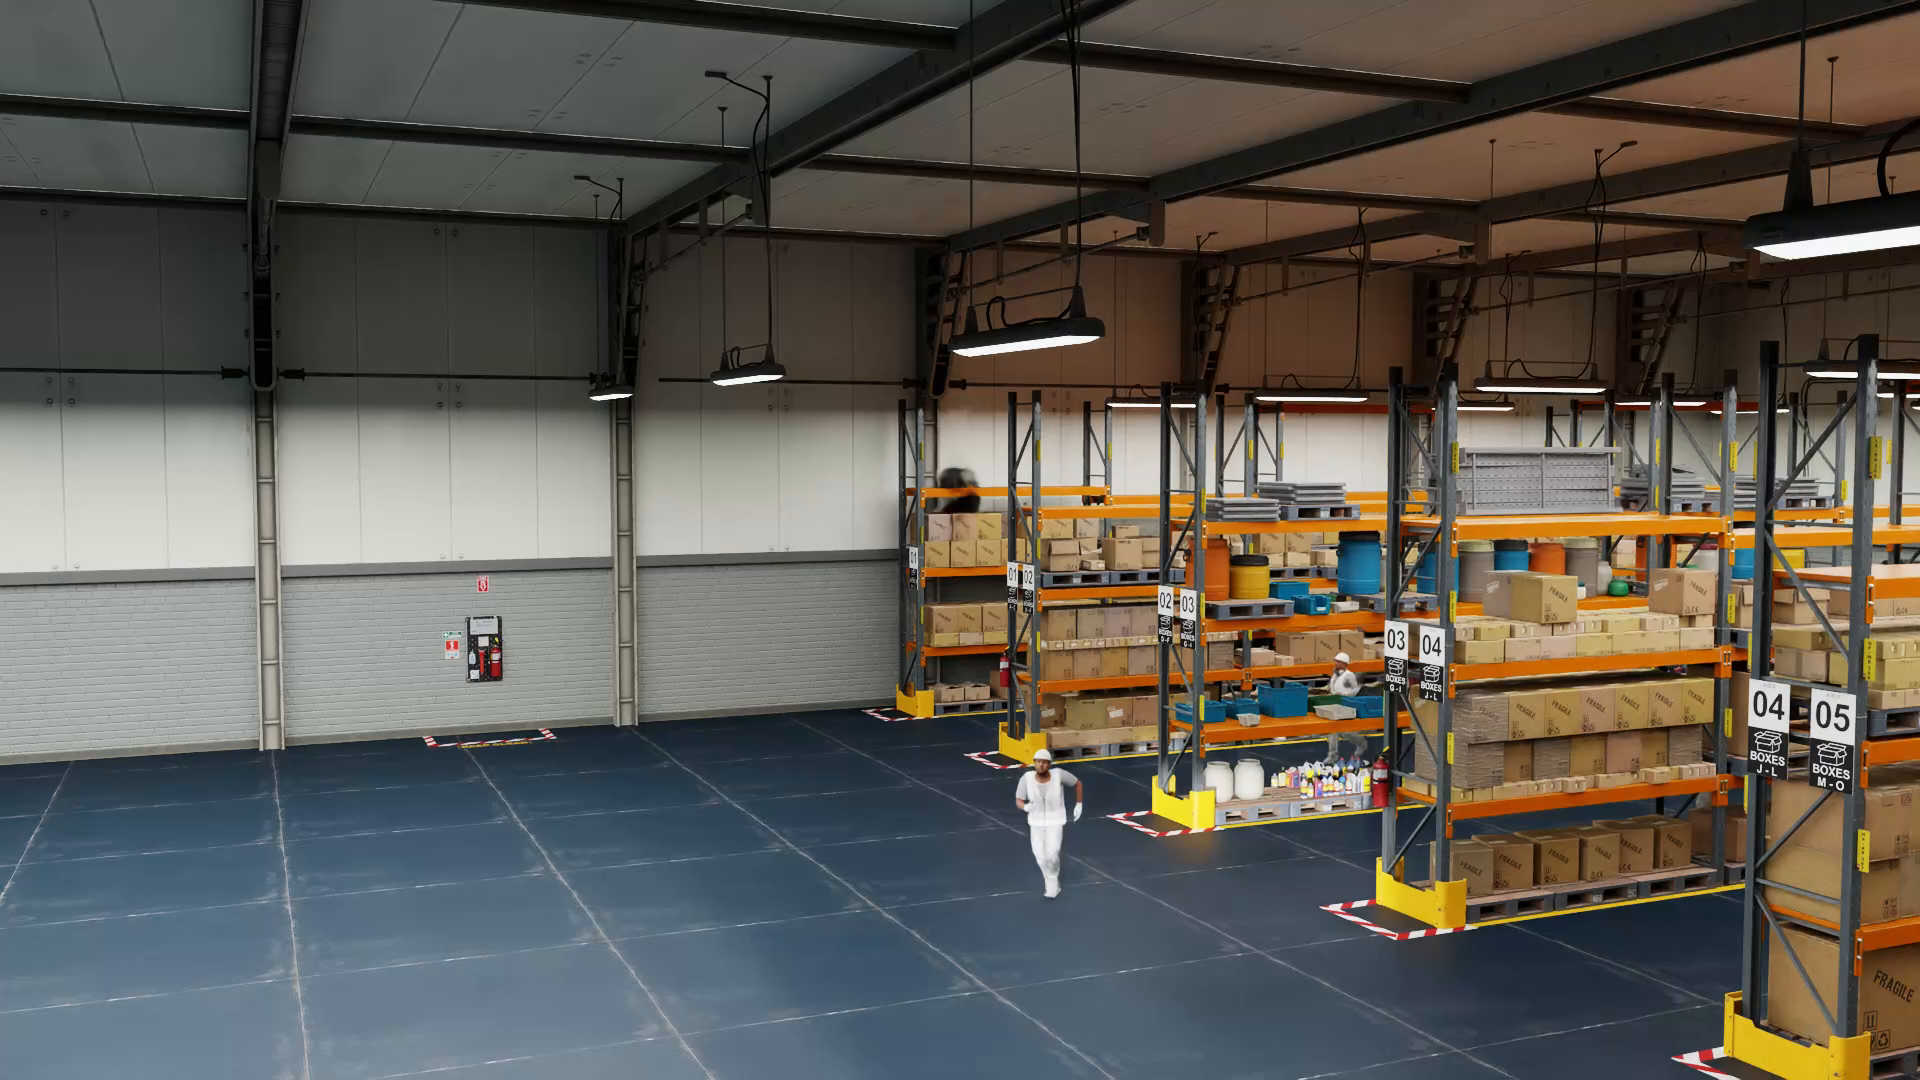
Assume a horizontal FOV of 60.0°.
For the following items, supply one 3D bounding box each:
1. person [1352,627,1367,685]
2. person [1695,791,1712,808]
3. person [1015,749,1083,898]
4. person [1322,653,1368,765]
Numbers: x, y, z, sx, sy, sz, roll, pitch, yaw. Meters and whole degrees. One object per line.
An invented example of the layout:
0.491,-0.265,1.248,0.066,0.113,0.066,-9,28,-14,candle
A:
7.619,2.473,31.931,0.596,1.628,0.566,-1,4,-22,person
9.860,2.989,21.979,0.909,1.813,0.608,-1,4,-23,person
0.981,3.191,18.617,0.726,1.722,0.728,1,3,12,person
6.213,2.707,26.778,0.827,1.792,0.652,-2,4,-26,person
